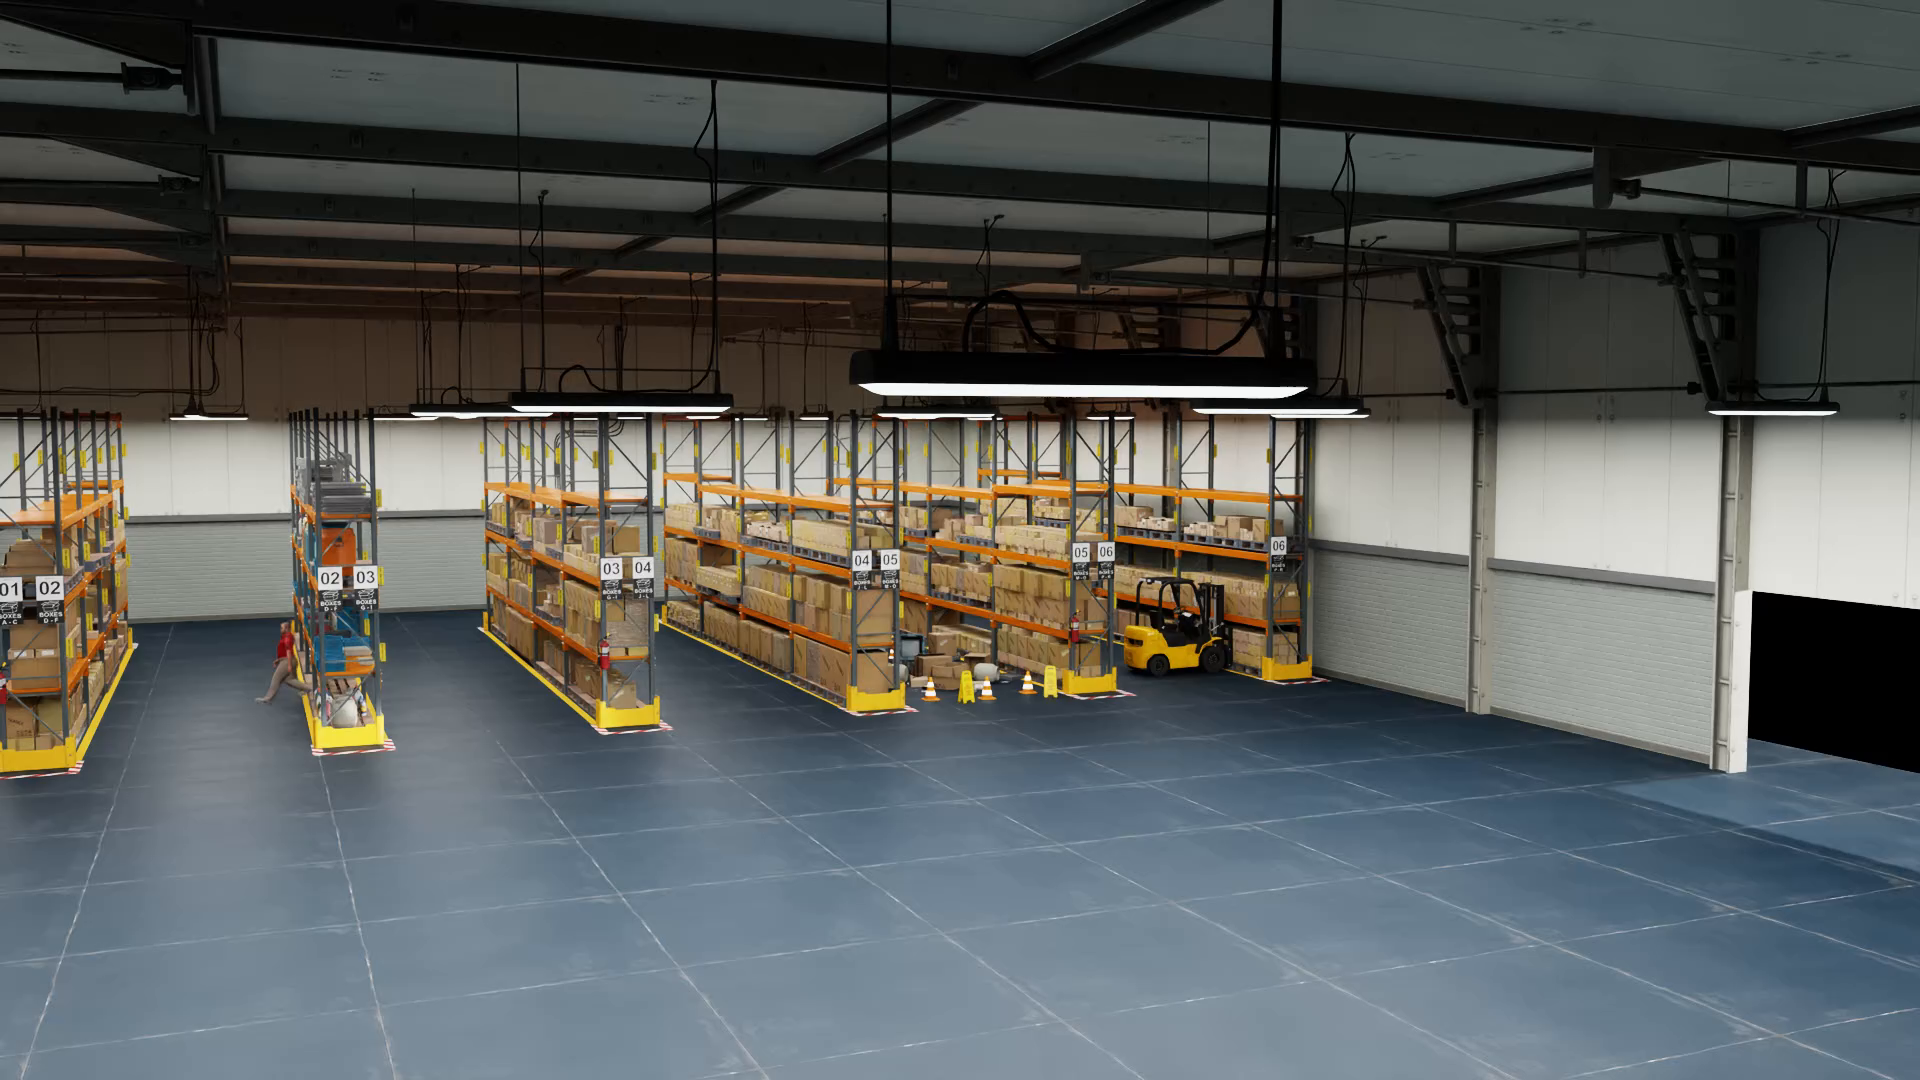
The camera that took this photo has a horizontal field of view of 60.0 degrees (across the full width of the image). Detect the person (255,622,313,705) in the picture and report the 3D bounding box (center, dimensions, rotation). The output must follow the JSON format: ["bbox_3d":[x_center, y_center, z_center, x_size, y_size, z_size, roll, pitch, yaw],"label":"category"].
[{"bbox_3d":[-13.724,2.501,33.793,1.075,1.663,0.535,0,4,-4],"label":"person"}]
